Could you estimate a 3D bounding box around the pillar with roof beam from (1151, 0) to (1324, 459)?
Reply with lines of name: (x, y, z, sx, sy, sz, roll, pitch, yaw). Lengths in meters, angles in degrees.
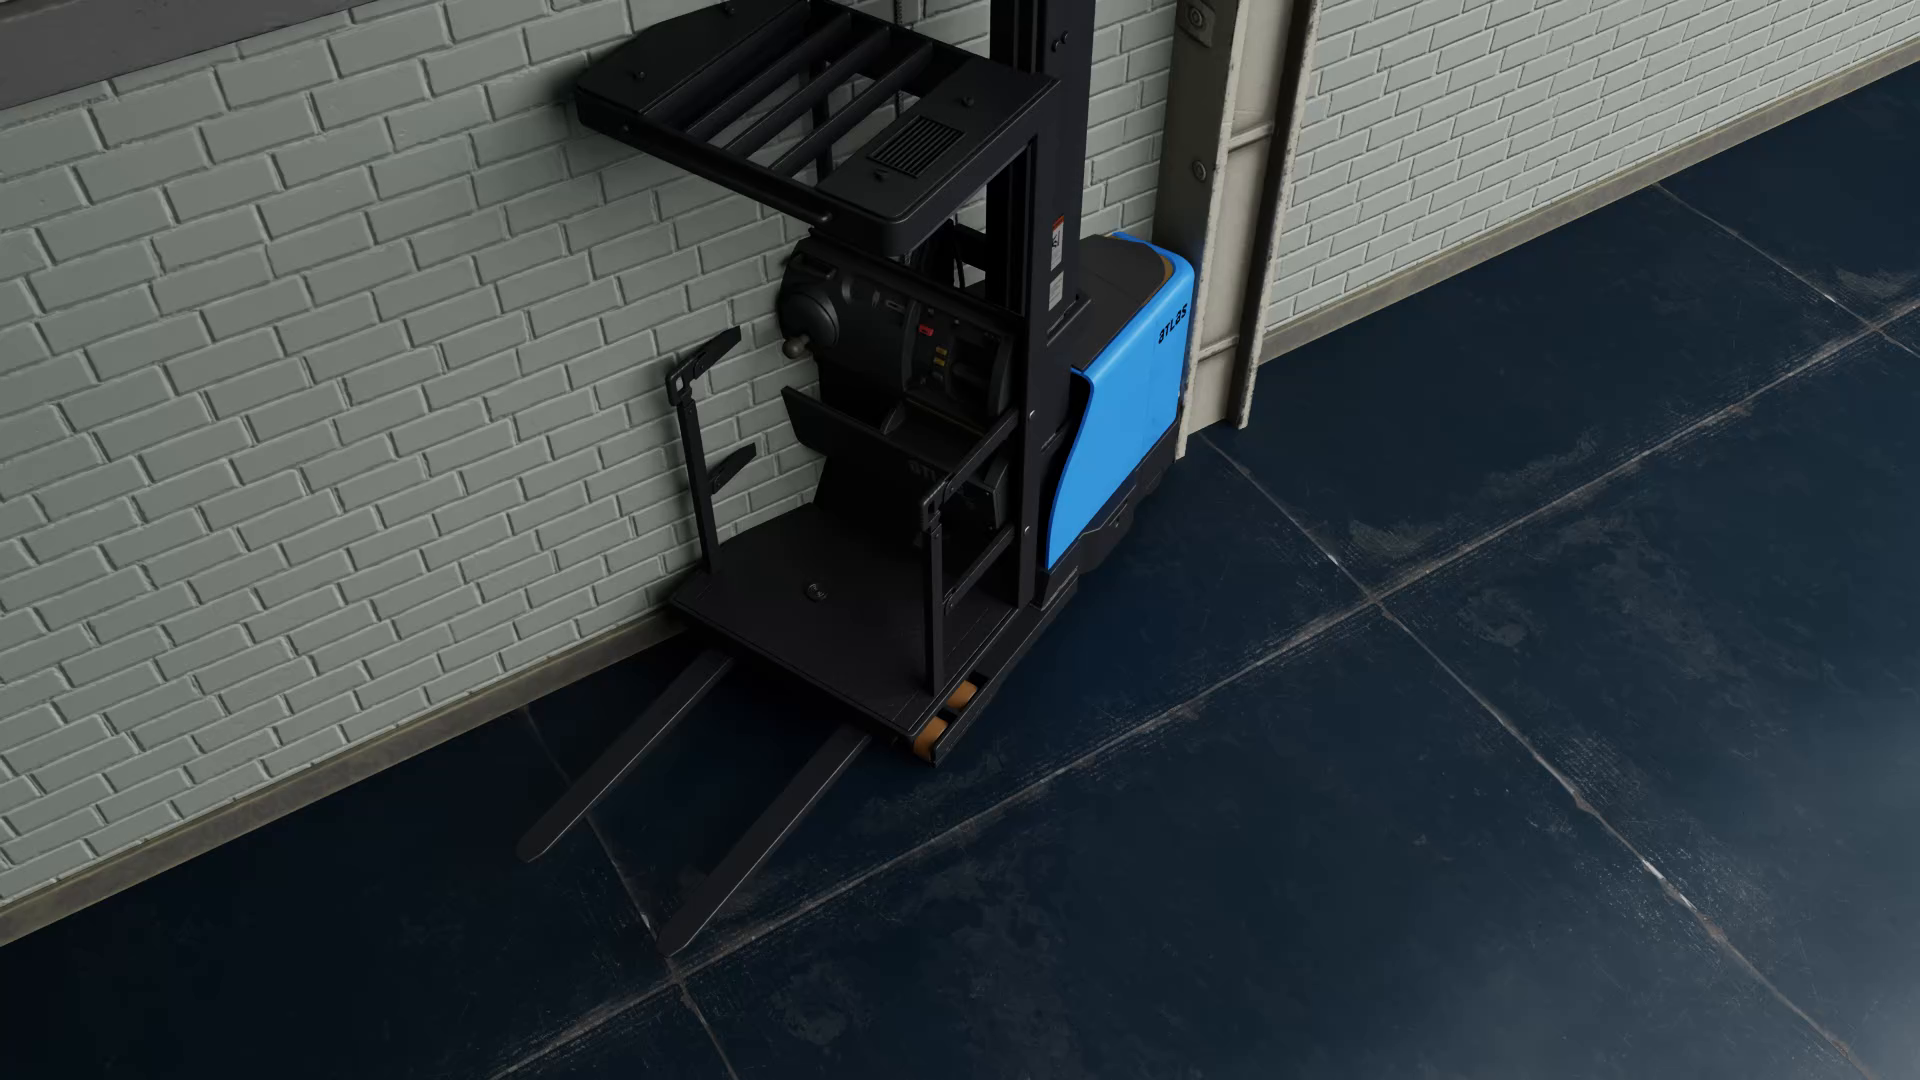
pillar with roof beam: (3.286, -0.786, 1.370, 0.400, 9.000, 9.100, -25, 53, -21)

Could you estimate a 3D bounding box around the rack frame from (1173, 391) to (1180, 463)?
rack frame: (0.820, -0.705, 6.763, 0.006, 0.900, 0.240, -25, 47, -21)

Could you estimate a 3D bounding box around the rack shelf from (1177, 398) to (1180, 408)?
rack shelf: (0.739, -0.575, 6.810, 0.200, 0.077, 0.258, -25, 47, -21)

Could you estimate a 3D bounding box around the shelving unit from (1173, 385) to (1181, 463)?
shelving unit: (0.734, -0.664, 6.726, 0.210, 0.900, 0.258, -25, 47, -21)

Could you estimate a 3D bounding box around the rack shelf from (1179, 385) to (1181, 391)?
rack shelf: (0.736, -0.640, 6.749, 0.200, 0.077, 0.258, -25, 47, -21)

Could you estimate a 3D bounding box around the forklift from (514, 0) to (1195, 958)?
forklift: (-0.349, -0.588, 5.256, 1.130, 2.935, 3.031, 27, 54, 22)
